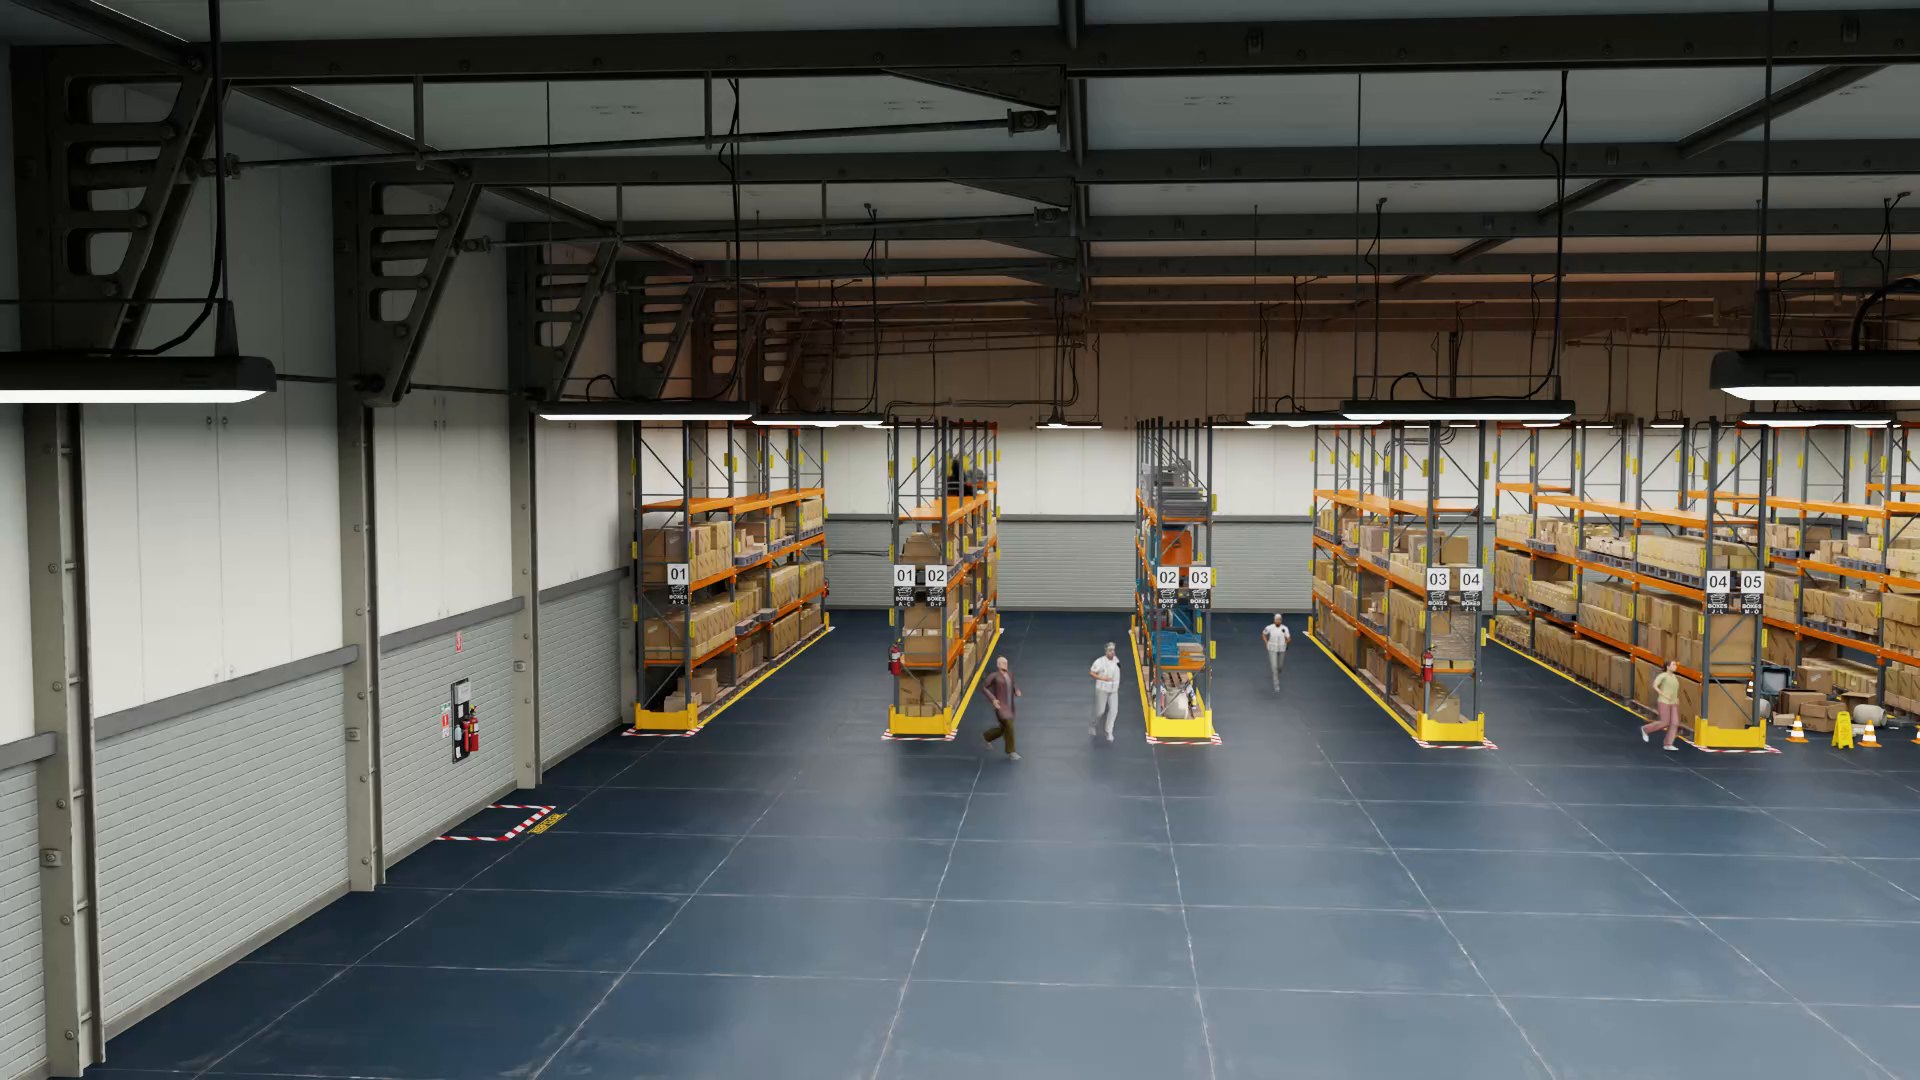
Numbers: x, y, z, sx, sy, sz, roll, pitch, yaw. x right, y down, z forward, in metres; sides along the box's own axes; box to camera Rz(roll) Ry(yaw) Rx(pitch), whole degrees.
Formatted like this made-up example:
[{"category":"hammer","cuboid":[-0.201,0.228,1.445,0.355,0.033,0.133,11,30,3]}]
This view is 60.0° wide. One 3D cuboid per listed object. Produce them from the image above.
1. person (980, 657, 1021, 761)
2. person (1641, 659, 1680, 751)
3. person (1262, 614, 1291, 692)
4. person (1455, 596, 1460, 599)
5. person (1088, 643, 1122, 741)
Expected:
[{"category":"person","cuboid":[0.731,2.936,29.214,0.923,1.783,0.699,3,5,41]},{"category":"person","cuboid":[12.770,2.965,30.056,0.626,1.609,0.766,-2,4,-29]},{"category":"person","cuboid":[7.038,2.481,36.914,0.606,1.684,0.928,0,4,-3]},{"category":"person","cuboid":[14.110,1.804,47.348,0.743,1.678,0.778,0,4,-3]},{"category":"person","cuboid":[2.739,2.823,31.125,0.698,1.837,0.795,-2,4,-24]}]
